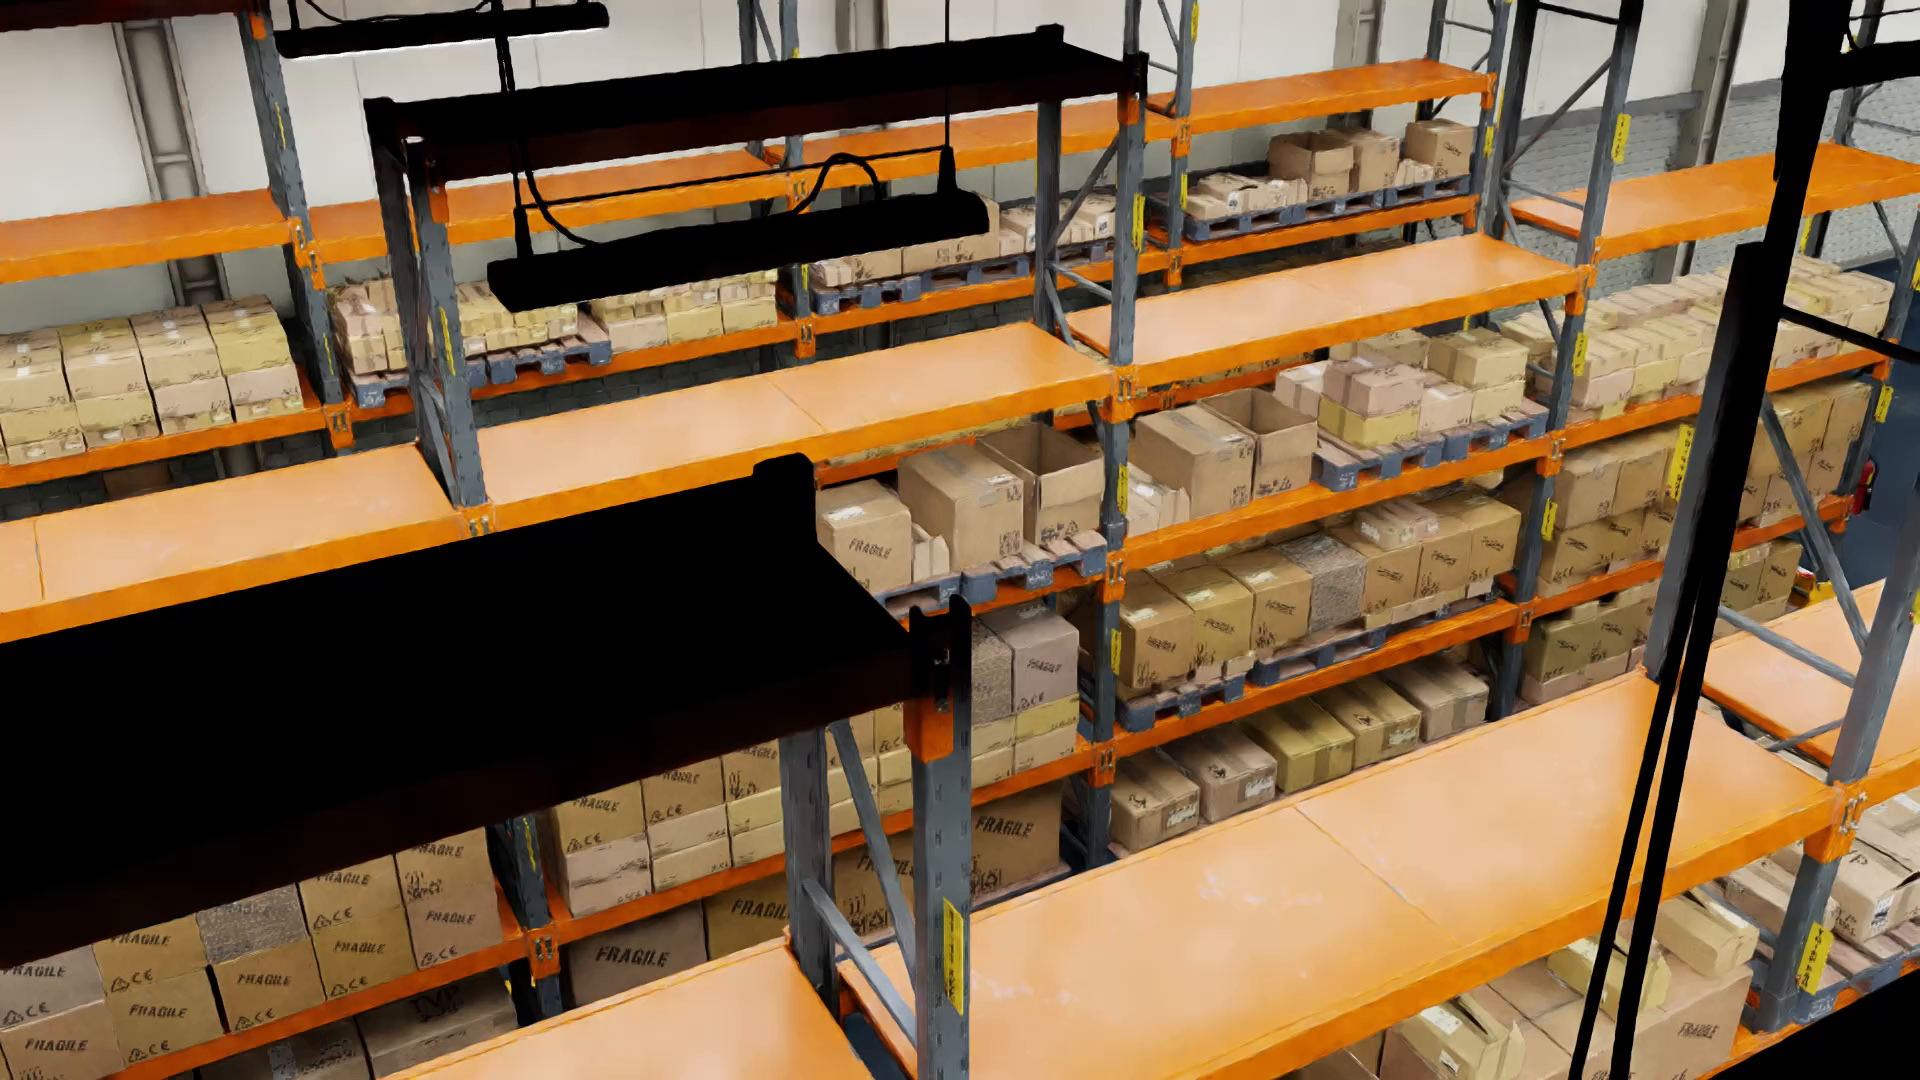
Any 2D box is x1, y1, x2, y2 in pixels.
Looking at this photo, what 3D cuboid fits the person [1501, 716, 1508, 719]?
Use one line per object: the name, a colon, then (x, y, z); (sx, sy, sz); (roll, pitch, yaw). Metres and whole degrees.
person: (3.682, 1.958, 11.484); (0.431, 1.684, 0.555); (16, 32, 28)
